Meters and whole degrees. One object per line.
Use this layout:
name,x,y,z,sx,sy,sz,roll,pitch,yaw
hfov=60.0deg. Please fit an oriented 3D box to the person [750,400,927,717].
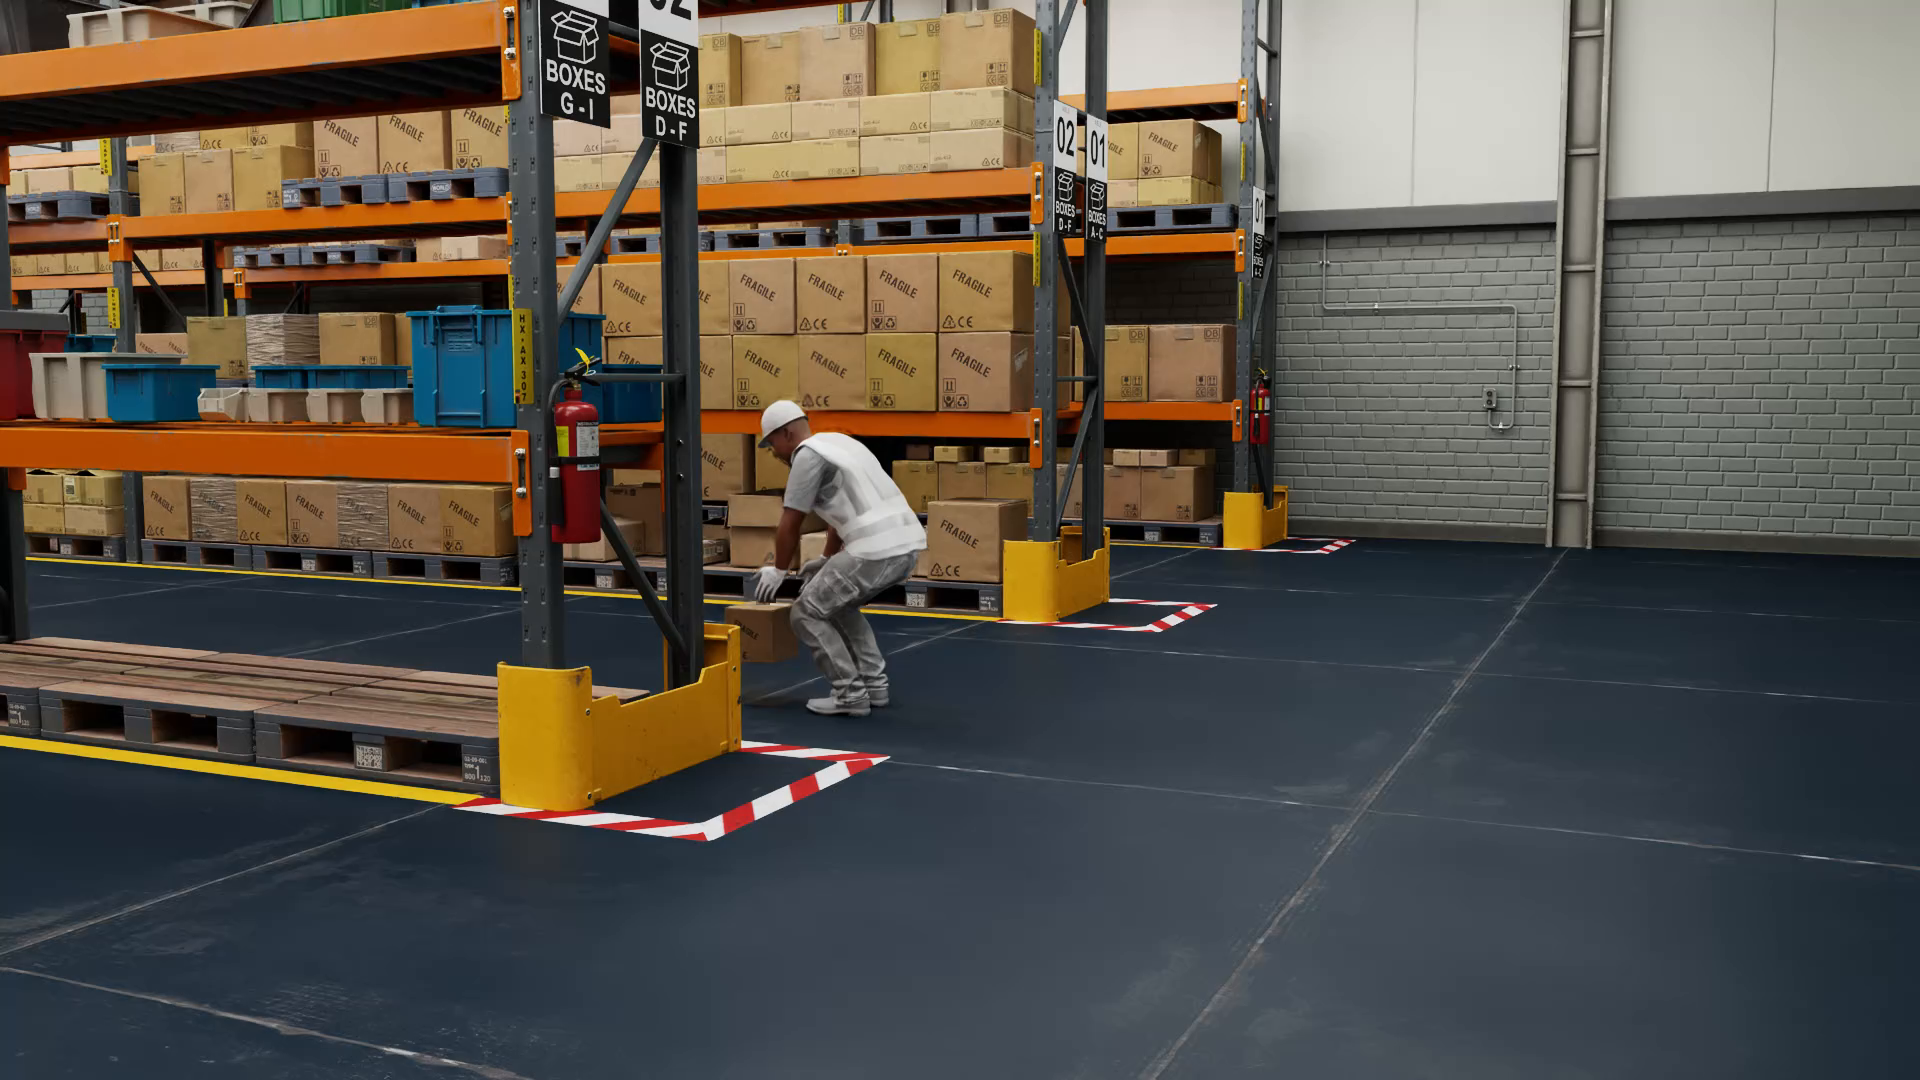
person,-0.557,0.075,7.547,0.770,1.412,0.613,2,6,24
